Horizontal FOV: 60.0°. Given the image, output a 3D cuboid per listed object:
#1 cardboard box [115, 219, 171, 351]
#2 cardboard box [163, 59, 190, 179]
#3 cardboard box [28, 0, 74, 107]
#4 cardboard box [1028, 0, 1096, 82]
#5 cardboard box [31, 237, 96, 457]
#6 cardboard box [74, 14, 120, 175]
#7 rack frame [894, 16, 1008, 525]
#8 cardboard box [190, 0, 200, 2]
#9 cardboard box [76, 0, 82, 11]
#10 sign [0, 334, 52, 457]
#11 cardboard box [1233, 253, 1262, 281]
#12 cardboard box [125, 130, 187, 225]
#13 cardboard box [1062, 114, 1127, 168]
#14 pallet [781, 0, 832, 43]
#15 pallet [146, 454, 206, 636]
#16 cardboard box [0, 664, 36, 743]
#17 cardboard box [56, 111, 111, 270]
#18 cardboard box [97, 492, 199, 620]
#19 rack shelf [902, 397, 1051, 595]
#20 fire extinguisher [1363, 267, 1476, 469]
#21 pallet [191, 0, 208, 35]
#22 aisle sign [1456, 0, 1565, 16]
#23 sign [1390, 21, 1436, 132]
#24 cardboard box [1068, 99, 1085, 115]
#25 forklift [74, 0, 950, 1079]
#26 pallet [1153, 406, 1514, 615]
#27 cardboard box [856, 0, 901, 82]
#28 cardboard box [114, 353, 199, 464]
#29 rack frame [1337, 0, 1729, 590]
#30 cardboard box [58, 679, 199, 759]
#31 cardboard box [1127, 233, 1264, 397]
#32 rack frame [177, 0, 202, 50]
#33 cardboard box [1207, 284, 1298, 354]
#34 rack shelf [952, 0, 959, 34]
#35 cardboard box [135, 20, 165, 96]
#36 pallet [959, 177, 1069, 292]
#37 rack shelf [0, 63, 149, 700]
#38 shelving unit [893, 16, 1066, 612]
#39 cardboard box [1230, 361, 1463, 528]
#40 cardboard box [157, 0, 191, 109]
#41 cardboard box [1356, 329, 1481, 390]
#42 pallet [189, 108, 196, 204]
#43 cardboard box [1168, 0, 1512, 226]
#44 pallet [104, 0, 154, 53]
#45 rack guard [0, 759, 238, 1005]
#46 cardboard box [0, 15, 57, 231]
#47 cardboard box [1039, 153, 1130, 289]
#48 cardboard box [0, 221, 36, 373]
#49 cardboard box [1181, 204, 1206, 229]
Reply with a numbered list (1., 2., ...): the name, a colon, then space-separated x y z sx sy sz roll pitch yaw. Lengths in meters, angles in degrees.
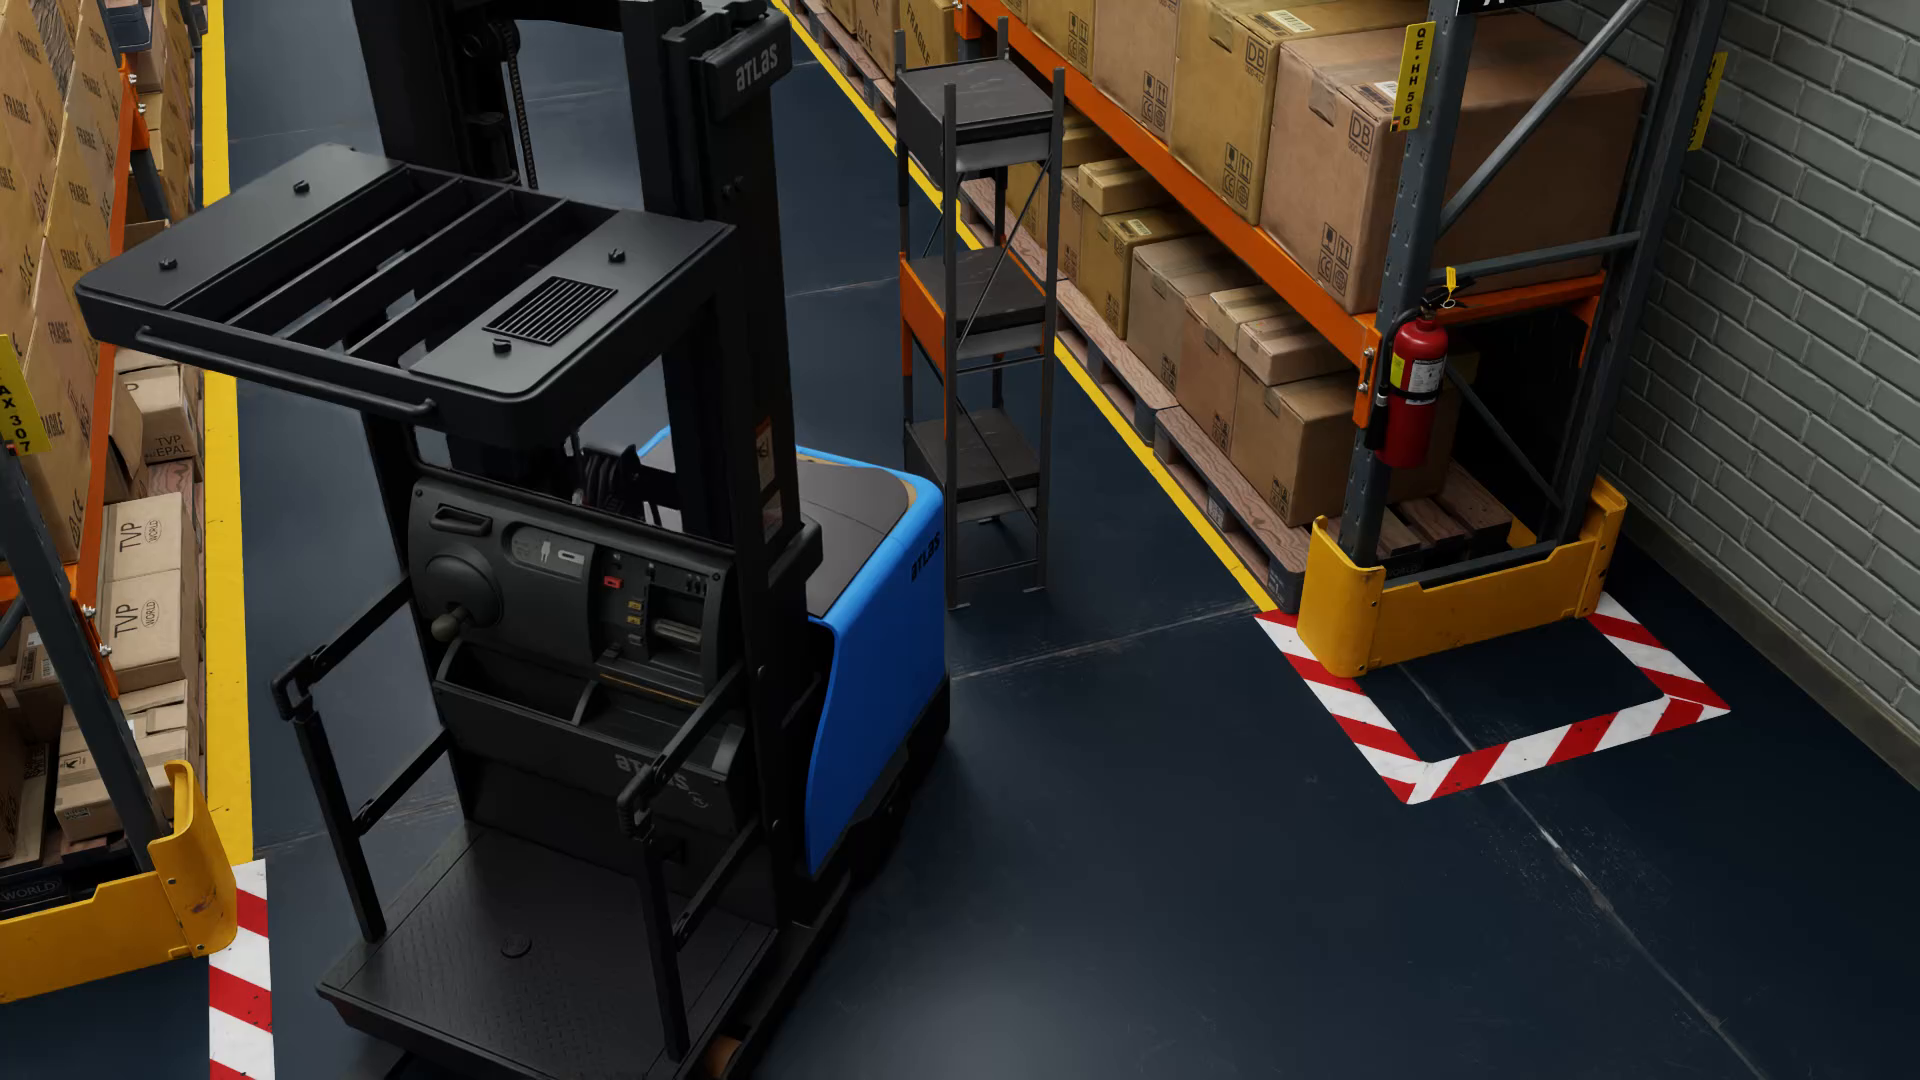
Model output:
1. cardboard box: -3.710 -1.058 7.374 0.500 0.500 0.500 -12 39 -16
2. cardboard box: -4.469 -2.228 8.927 0.500 0.500 0.500 -12 39 -15
3. cardboard box: -3.404 -1.778 5.703 0.500 0.500 0.500 -12 39 -16
4. cardboard box: 0.895 -2.568 7.417 0.980 0.700 0.700 -13 39 -17
5. cardboard box: -2.884 -0.520 4.864 0.500 0.500 0.500 -13 39 -16
6. cardboard box: -3.581 -1.664 6.383 0.500 0.500 0.500 -11 38 -15
7. rack frame: -0.027 -0.883 6.177 0.400 2.100 0.015 -12 39 -16
8. cardboard box: -5.454 -3.830 11.278 0.500 0.250 0.500 -13 39 -16
9. cardboard box: -3.756 -2.351 6.464 0.500 0.500 0.500 -12 39 -16
10. sign: -2.287 -0.343 3.992 0.100 0.325 0.005 -12 39 -16
11. cardboard box: 1.401 -1.257 7.115 0.380 0.149 0.250 -12 39 -15
12. cardboard box: -4.110 -1.645 8.153 0.500 0.500 0.500 -14 39 -18
13. cardboard box: 0.585 -1.925 8.002 0.380 0.149 0.250 -11 38 -14
14. pallet: -0.699 -3.857 11.695 1.003 0.211 1.213 -12 39 -16
15. pallet: -3.514 0.048 6.511 1.003 0.211 1.213 -12 39 -16
16. cardboard box: -3.269 0.568 5.492 0.380 0.166 0.250 -12 39 -16
17. cardboard box: -3.224 -1.087 5.617 0.500 0.500 0.500 -12 39 -15
18. cardboard box: -3.061 0.107 6.034 0.500 0.250 0.500 -12 39 -16
19. rack shelf: 0.057 -0.175 6.423 0.431 0.518 0.480 -12 39 -16
20. fire extinguisher: 1.472 -0.552 5.363 0.296 0.674 0.183 -12 39 -16
21. pallet: -5.796 -3.763 11.570 1.003 0.211 1.213 -12 39 -16
22. aisle sign: 1.597 -1.848 4.549 0.394 0.787 0.004 -12 39 -16
23. sign: 1.339 -1.365 4.909 0.100 0.325 0.005 -12 39 -16
24. cardboard box: 0.775 -2.279 8.472 0.380 0.149 0.250 -13 39 -16
25. forklift: -1.085 0.199 4.049 1.130 2.935 3.031 15 39 18
26. pallet: 1.505 -0.234 6.885 1.003 0.211 1.213 -12 39 -16
27. cardboard box: -0.177 -3.323 10.106 0.750 0.750 0.750 -11 38 -15
28. cardboard box: -3.452 -0.559 6.868 0.500 0.311 0.500 -12 39 -16
29. rack frame: 1.854 -0.912 5.468 1.000 3.000 0.127 -12 39 -16
30. cardboard box: -2.704 0.623 5.419 0.380 0.166 0.250 -12 39 -16
31. cardboard box: 1.173 -1.023 7.343 0.700 0.500 0.500 -14 39 -17
32. rack frame: -5.549 -4.404 10.103 1.000 3.000 0.127 -12 39 -16
33. cardboard box: 1.215 -0.894 6.634 0.380 0.149 0.250 -11 38 -15
34. rack shelf: -0.211 -4.014 10.184 1.077 0.370 4.000 -12 39 -16
35. cardboard box: -4.455 -2.509 8.677 0.500 0.250 0.500 -12 39 -16
36. pallet: 0.665 -1.612 8.715 1.003 0.211 1.213 -12 39 -16
37. rack shelf: -3.484 -0.727 5.820 1.077 0.370 4.000 -12 39 -16
38. shelving unit: 0.057 -0.745 5.994 0.431 2.100 0.503 -12 39 -16
39. cardboard box: 1.519 -0.456 6.591 0.700 0.500 0.500 -12 39 -16
40. cardboard box: -4.829 -2.809 9.698 0.500 0.500 0.500 -14 39 -18
41. cardboard box: 1.750 -0.686 6.357 0.380 0.149 0.250 -12 39 -16
42. pallet: -4.912 -2.172 9.458 1.003 0.211 1.213 -12 39 -16
43. cardboard box: 1.408 -1.727 6.300 0.980 0.700 0.700 -13 39 -16
44. pallet: -4.345 -2.541 7.790 1.003 0.211 1.213 -12 39 -16
45. rack guard: -2.822 1.071 4.912 1.175 0.500 0.348 -12 39 -16
46. cardboard box: -3.056 -1.206 4.944 0.500 0.500 0.500 -12 39 -15
47. cardboard box: 0.808 -1.613 8.127 0.700 0.500 0.500 -13 39 -16
48. cardboard box: -2.701 -0.629 4.178 0.500 0.500 0.500 -11 38 -15
49. cardboard box: 1.225 -1.545 7.497 0.380 0.149 0.250 -13 39 -17
